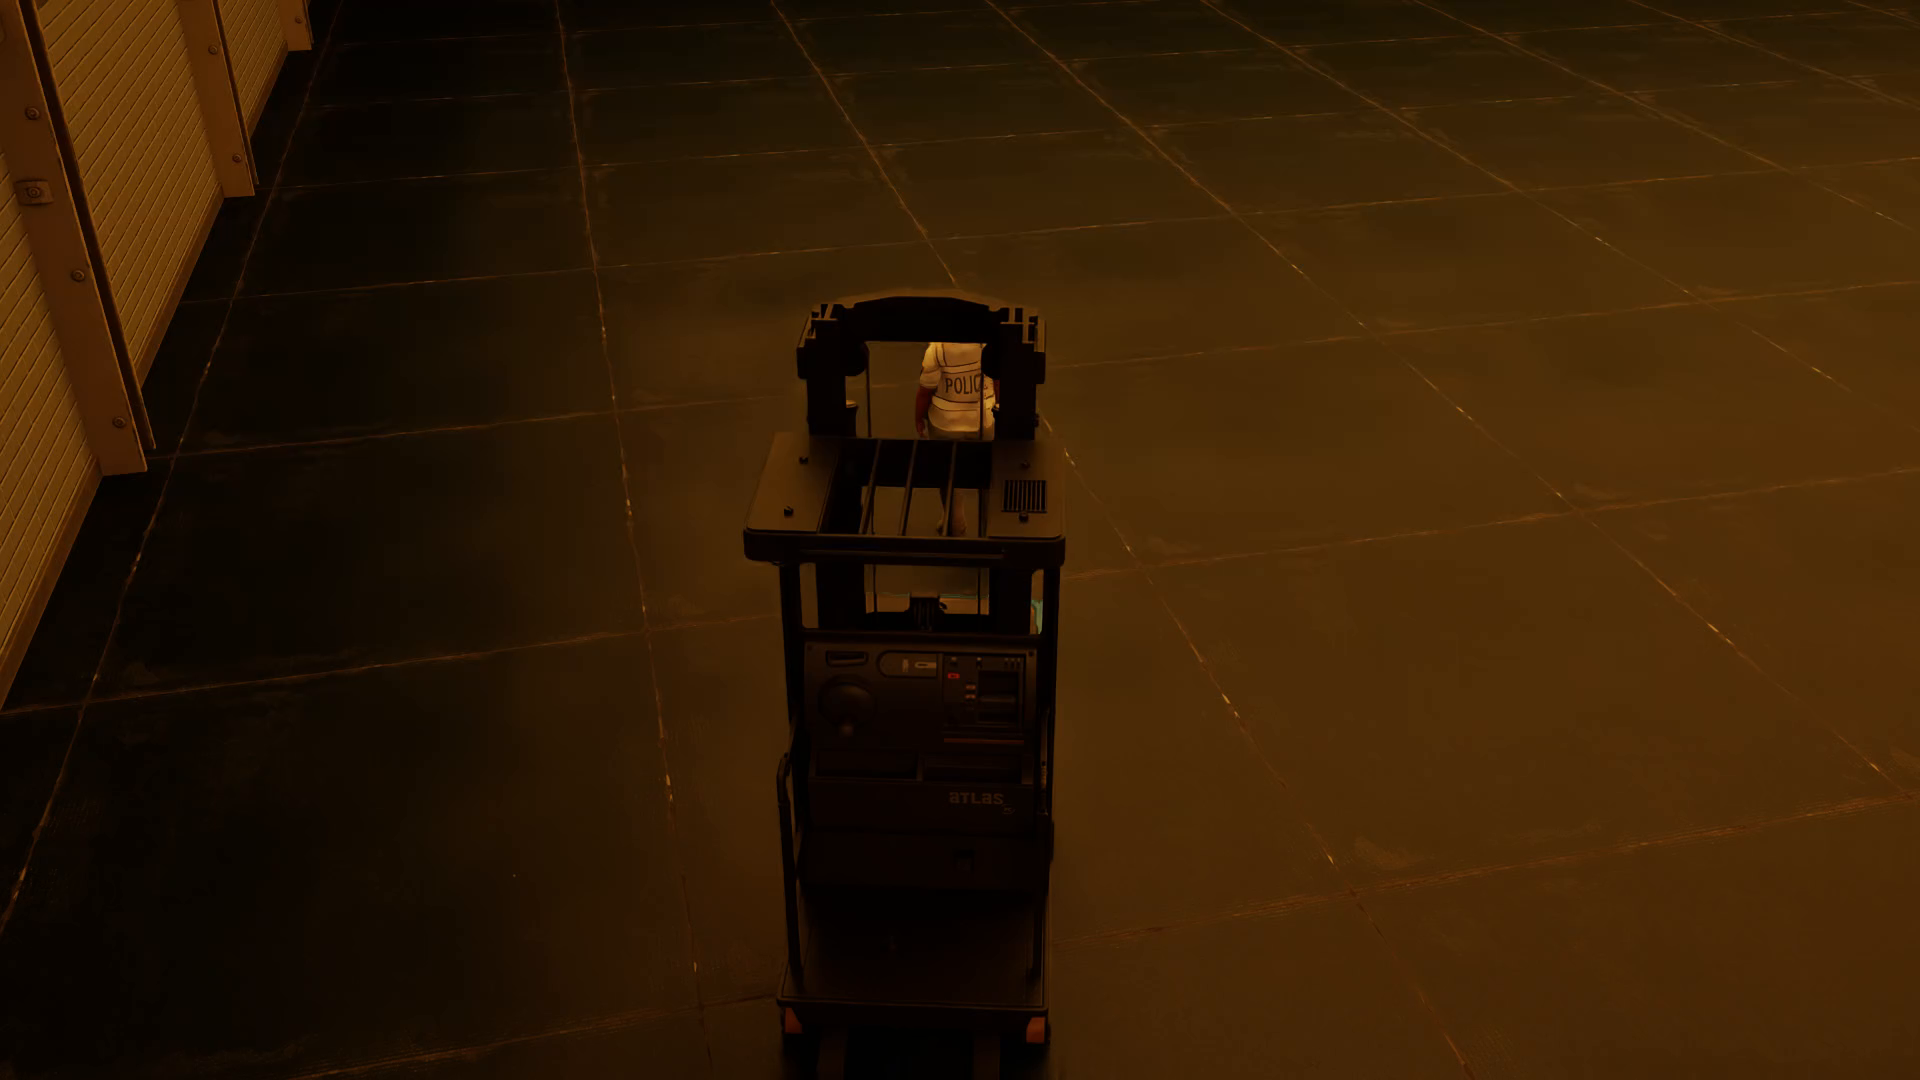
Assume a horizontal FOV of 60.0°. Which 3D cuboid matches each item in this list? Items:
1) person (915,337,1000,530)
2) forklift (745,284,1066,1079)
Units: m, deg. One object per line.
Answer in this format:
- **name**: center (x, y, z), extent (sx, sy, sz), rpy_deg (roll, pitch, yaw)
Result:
- **person**: center (0.004, -0.768, 10.148), extent (0.599, 1.669, 0.529), rpy_deg (-7, 31, -12)
- **forklift**: center (-0.165, 0.625, 6.495), extent (1.130, 2.935, 3.031), rpy_deg (2, 30, 3)
